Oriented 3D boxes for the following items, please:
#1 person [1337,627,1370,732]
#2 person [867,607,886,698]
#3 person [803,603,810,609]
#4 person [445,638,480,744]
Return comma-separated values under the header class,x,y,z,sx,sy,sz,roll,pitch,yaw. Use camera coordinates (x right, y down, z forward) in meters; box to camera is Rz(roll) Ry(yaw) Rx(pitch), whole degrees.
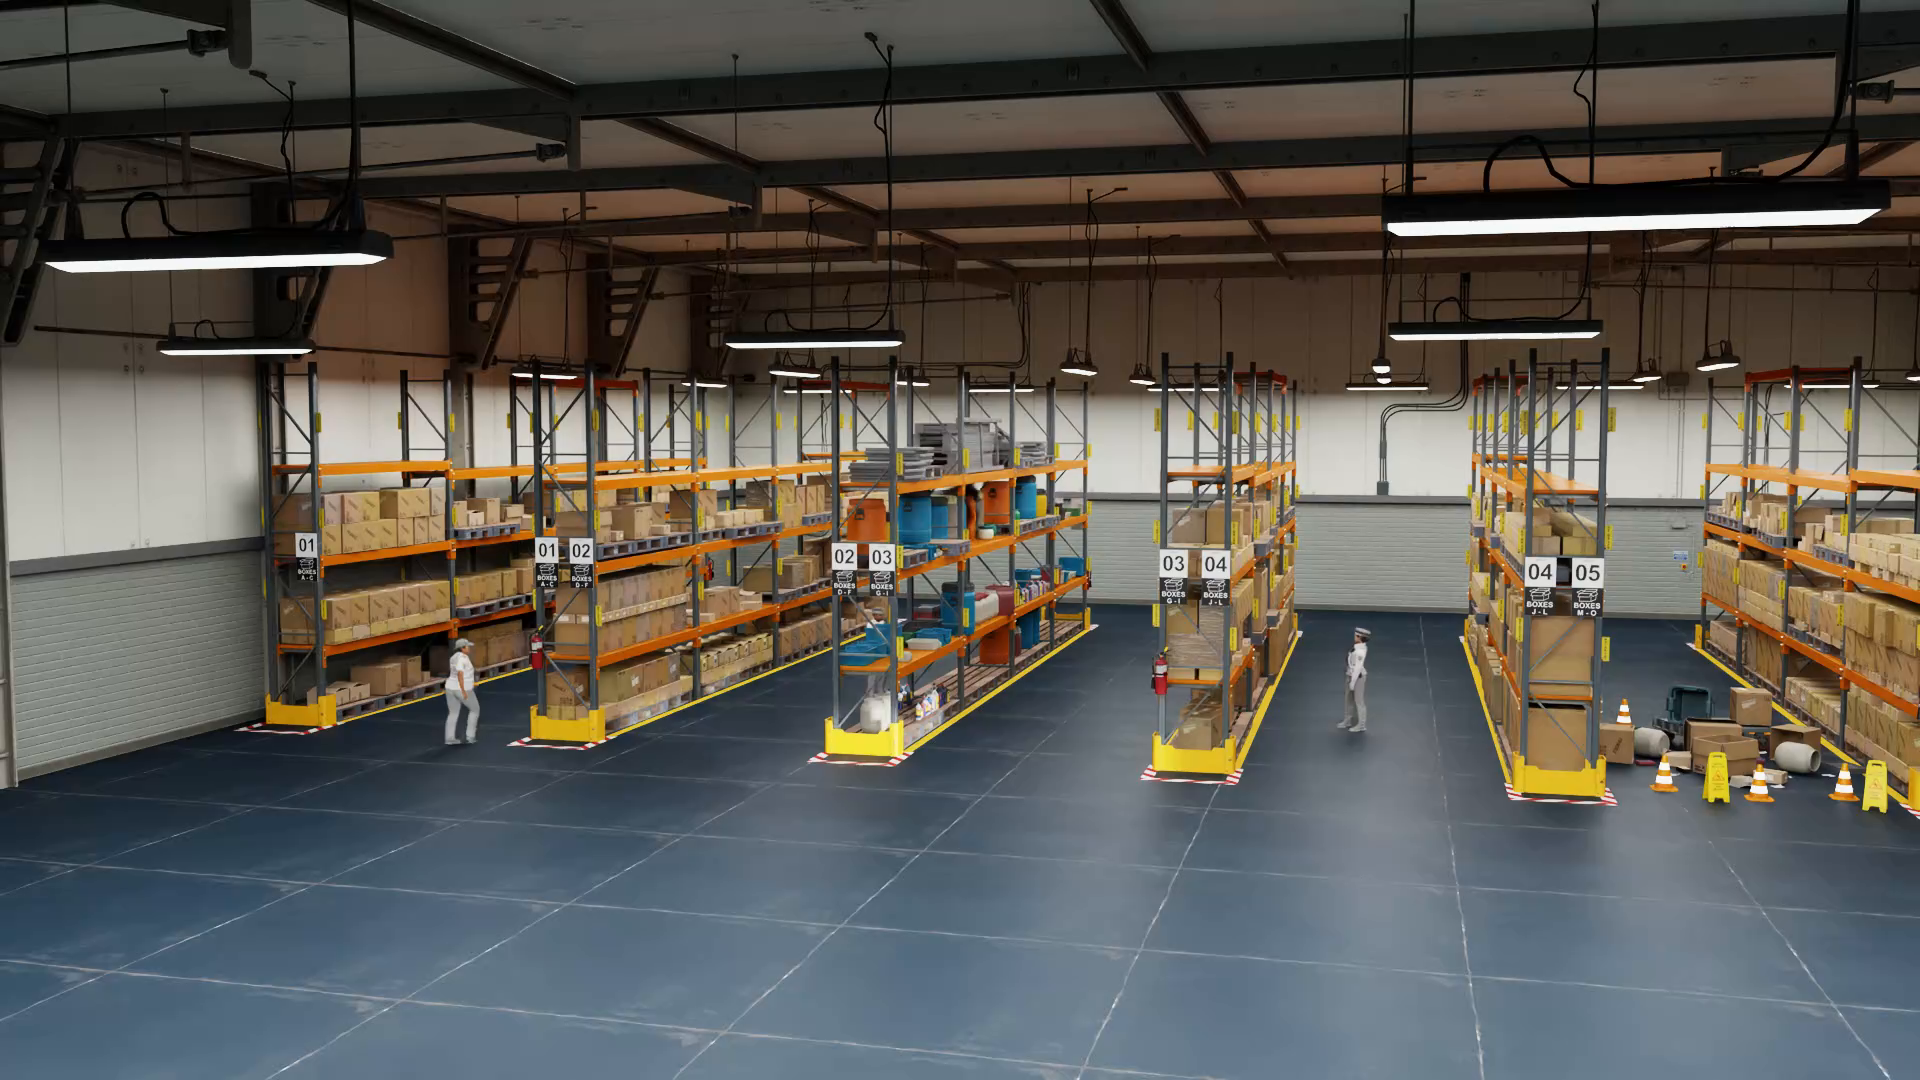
class,x,y,z,sx,sy,sz,roll,pitch,yaw
person,6.422,2.255,27.091,0.470,1.674,0.553,-1,4,-8
person,-1.470,2.075,30.043,0.397,1.732,0.521,4,6,44
person,-3.831,1.174,41.587,0.447,1.782,0.659,1,4,14
person,-7.782,2.402,26.018,0.508,1.730,0.688,2,5,29
